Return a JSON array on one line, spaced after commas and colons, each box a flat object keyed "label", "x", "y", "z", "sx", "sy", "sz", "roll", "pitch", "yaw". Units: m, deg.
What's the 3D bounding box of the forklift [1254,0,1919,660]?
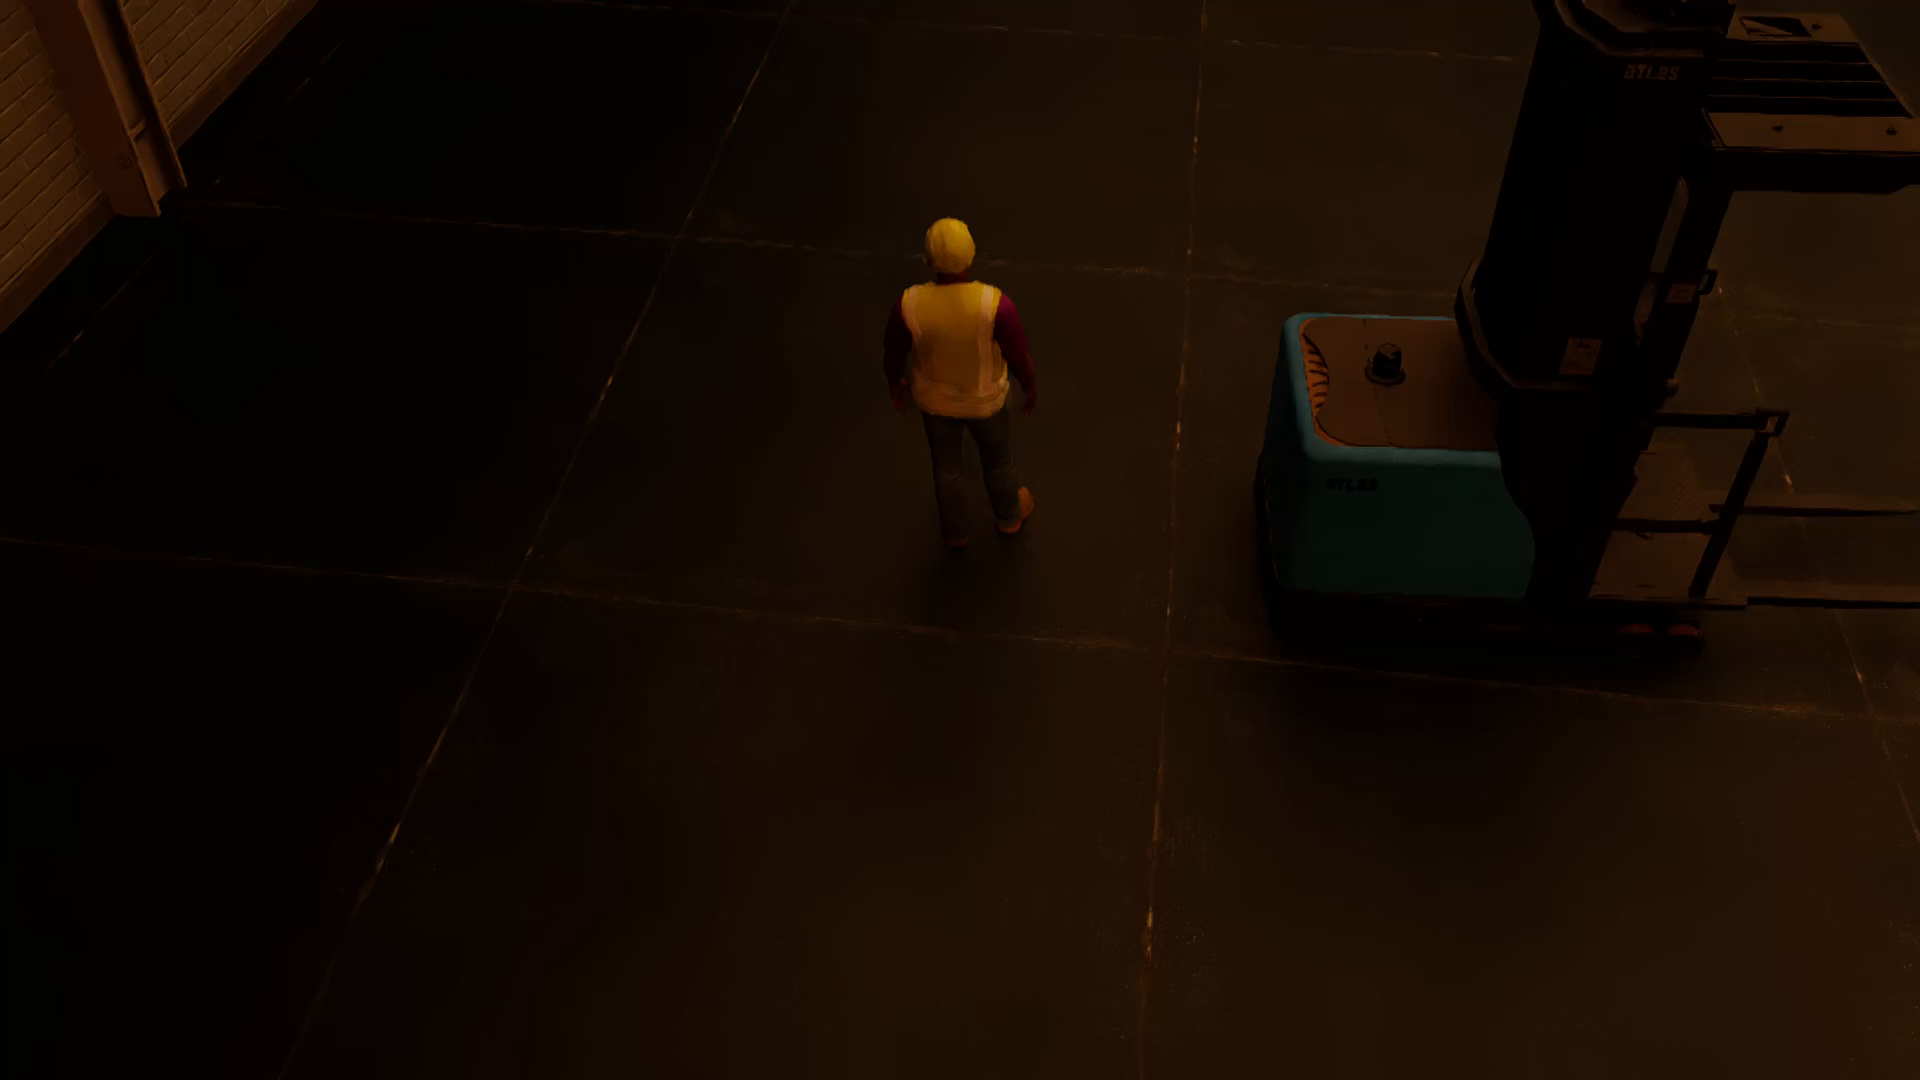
[{"label": "forklift", "x": 2.910, "y": -0.926, "z": 6.732, "sx": 3.031, "sy": 2.935, "sz": 1.130, "roll": 2, "pitch": 43, "yaw": 2}]

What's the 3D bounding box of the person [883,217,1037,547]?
[{"label": "person", "x": 0.015, "y": -0.702, "z": 7.339, "sx": 0.665, "sy": 1.766, "sz": 0.576, "roll": 5, "pitch": 43, "yaw": 6}]
